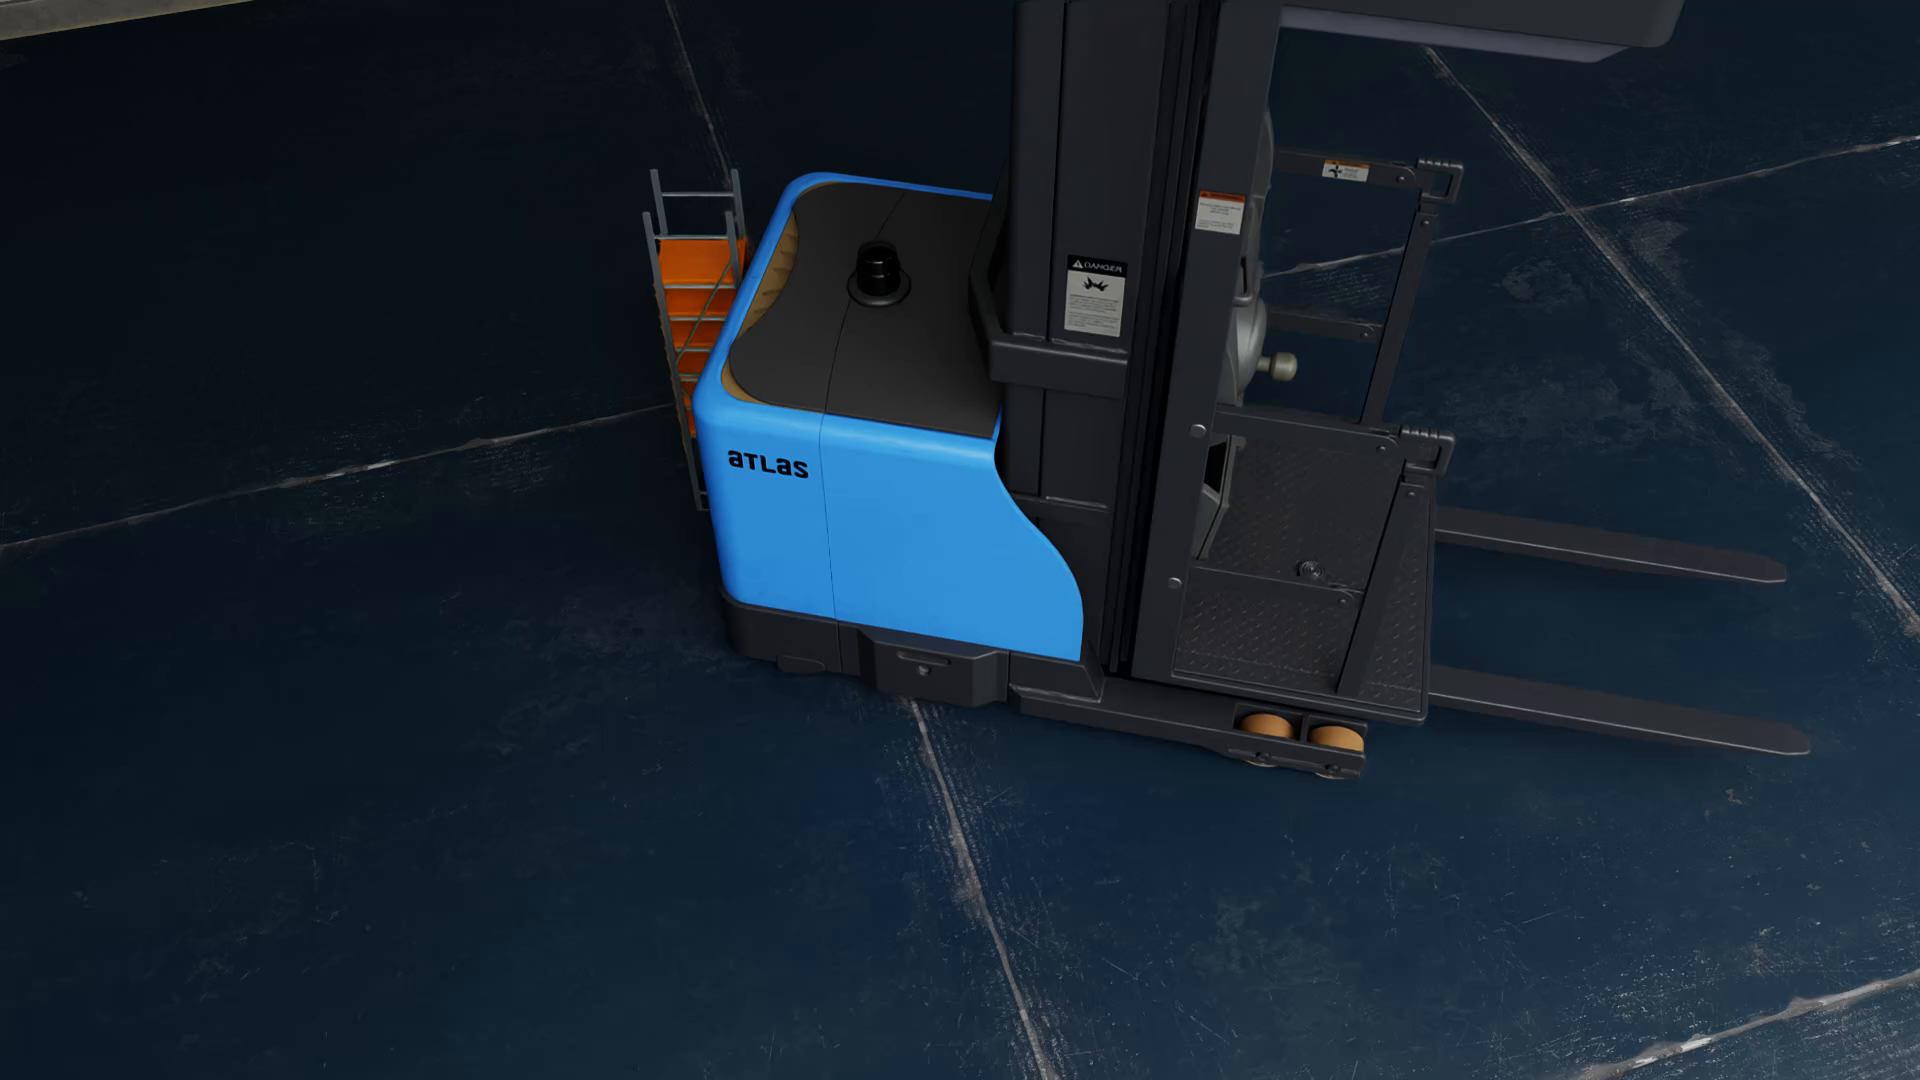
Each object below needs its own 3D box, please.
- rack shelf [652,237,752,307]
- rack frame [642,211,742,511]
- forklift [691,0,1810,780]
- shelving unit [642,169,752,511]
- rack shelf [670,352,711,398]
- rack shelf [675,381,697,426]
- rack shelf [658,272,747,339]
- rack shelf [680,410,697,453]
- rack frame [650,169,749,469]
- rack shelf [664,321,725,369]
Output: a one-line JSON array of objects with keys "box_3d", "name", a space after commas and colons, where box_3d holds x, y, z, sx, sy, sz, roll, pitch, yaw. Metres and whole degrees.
[{"box_3d": [-0.725, -0.757, 4.690, 0.258, 0.103, 0.180, 0, 50, 0], "name": "rack shelf"}, {"box_3d": [-0.724, -0.483, 4.873, 0.240, 1.200, 0.006, 0, 50, 0], "name": "rack frame"}, {"box_3d": [0.878, -0.719, 3.939, 3.031, 2.935, 1.130, 9, 51, 8], "name": "forklift"}, {"box_3d": [-0.725, -0.553, 4.932, 0.258, 1.200, 0.189, 0, 50, 0], "name": "shelving unit"}, {"box_3d": [-0.725, -0.524, 4.965, 0.258, 0.103, 0.180, 0, 50, 0], "name": "rack shelf"}, {"box_3d": [-0.725, -0.447, 5.057, 0.258, 0.103, 0.180, 0, 50, 0], "name": "rack shelf"}, {"box_3d": [-0.725, -0.679, 4.782, 0.258, 0.103, 0.180, 0, 50, 0], "name": "rack shelf"}, {"box_3d": [-0.725, -0.370, 5.149, 0.258, 0.103, 0.180, 0, 50, 0], "name": "rack shelf"}, {"box_3d": [-0.725, -0.623, 4.991, 0.240, 1.200, 0.006, 0, 50, 0], "name": "rack frame"}, {"box_3d": [-0.725, -0.602, 4.874, 0.258, 0.103, 0.180, 0, 50, 0], "name": "rack shelf"}]
